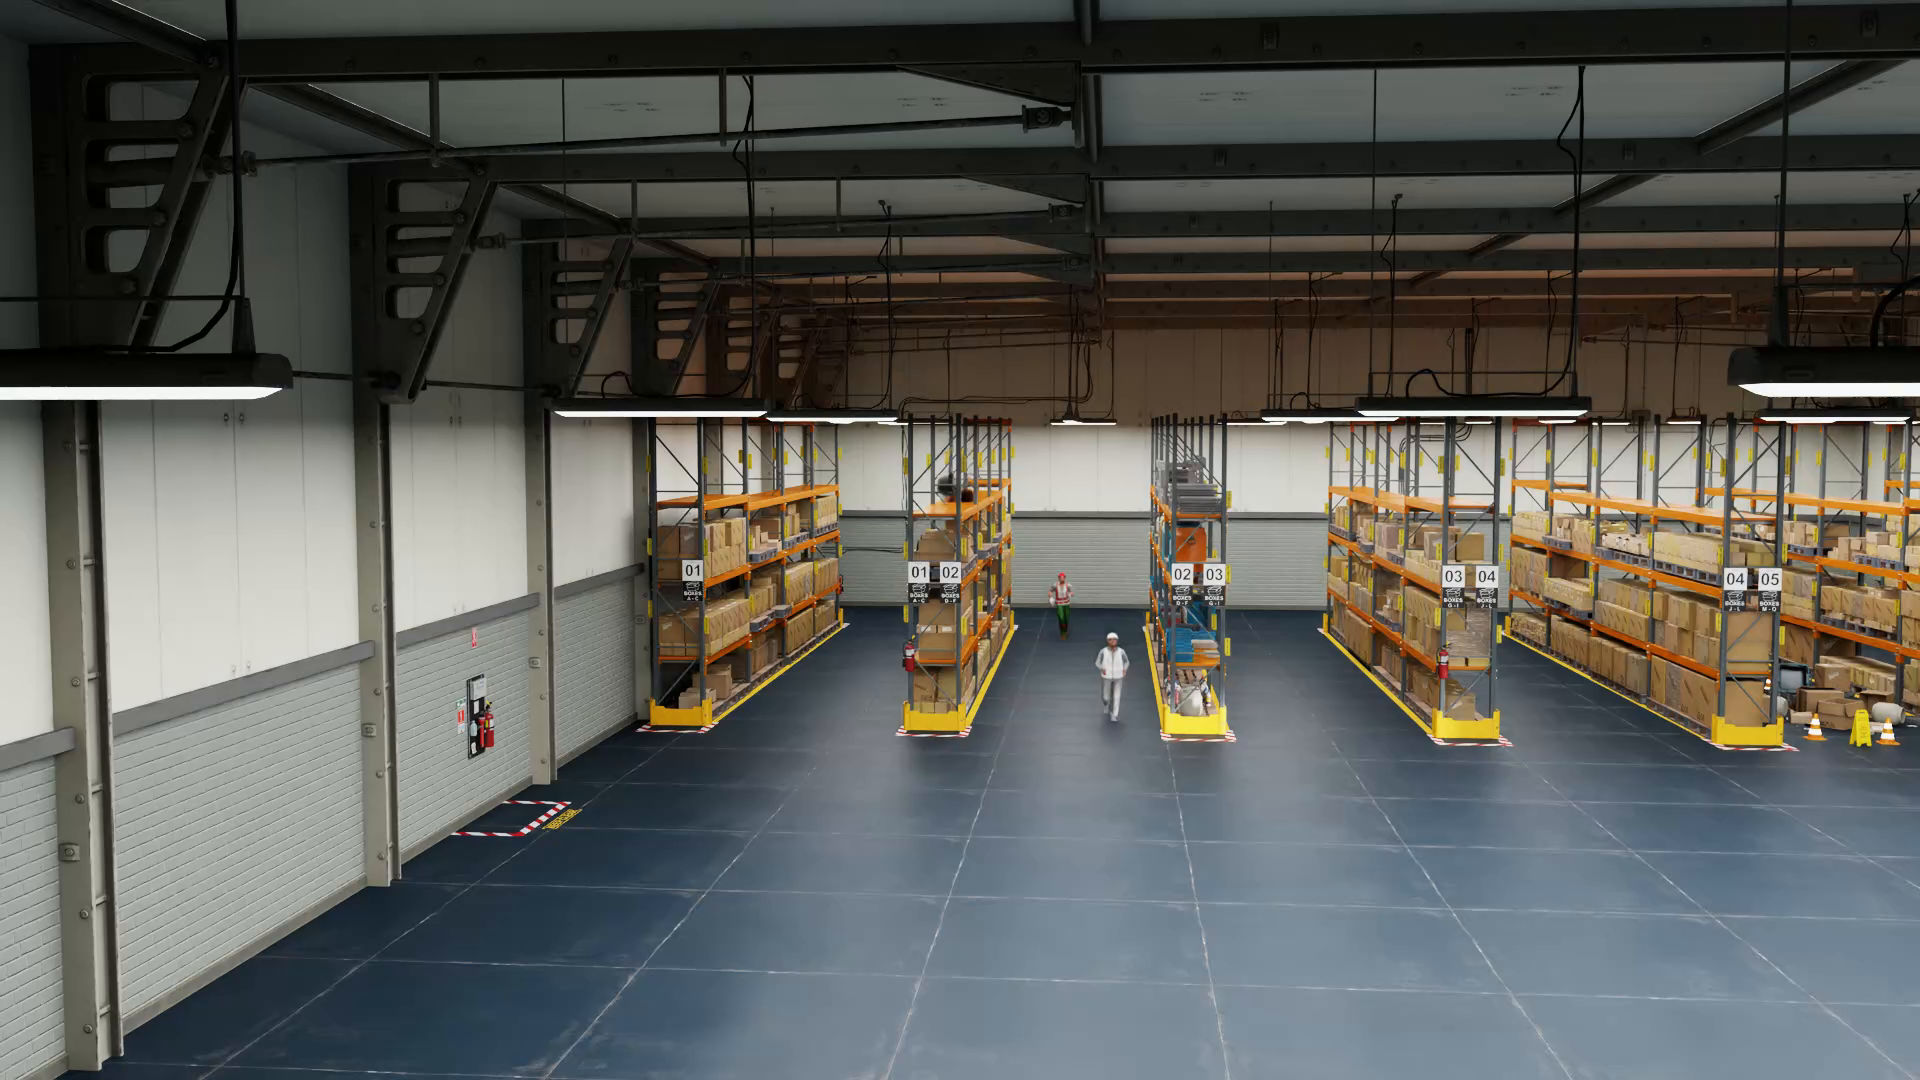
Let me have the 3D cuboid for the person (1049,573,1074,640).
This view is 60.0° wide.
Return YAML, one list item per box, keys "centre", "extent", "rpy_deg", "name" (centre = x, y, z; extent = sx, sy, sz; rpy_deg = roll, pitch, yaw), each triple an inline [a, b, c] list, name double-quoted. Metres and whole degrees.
- centre: [2.780, 1.798, 45.224]
  extent: [0.663, 1.838, 0.777]
  rpy_deg: [-1, 4, -8]
  name: "person"

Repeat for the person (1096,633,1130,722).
- centre: [2.992, 2.672, 32.541]
  extent: [0.664, 1.722, 0.650]
  rpy_deg: [0, 4, 3]
  name: "person"
